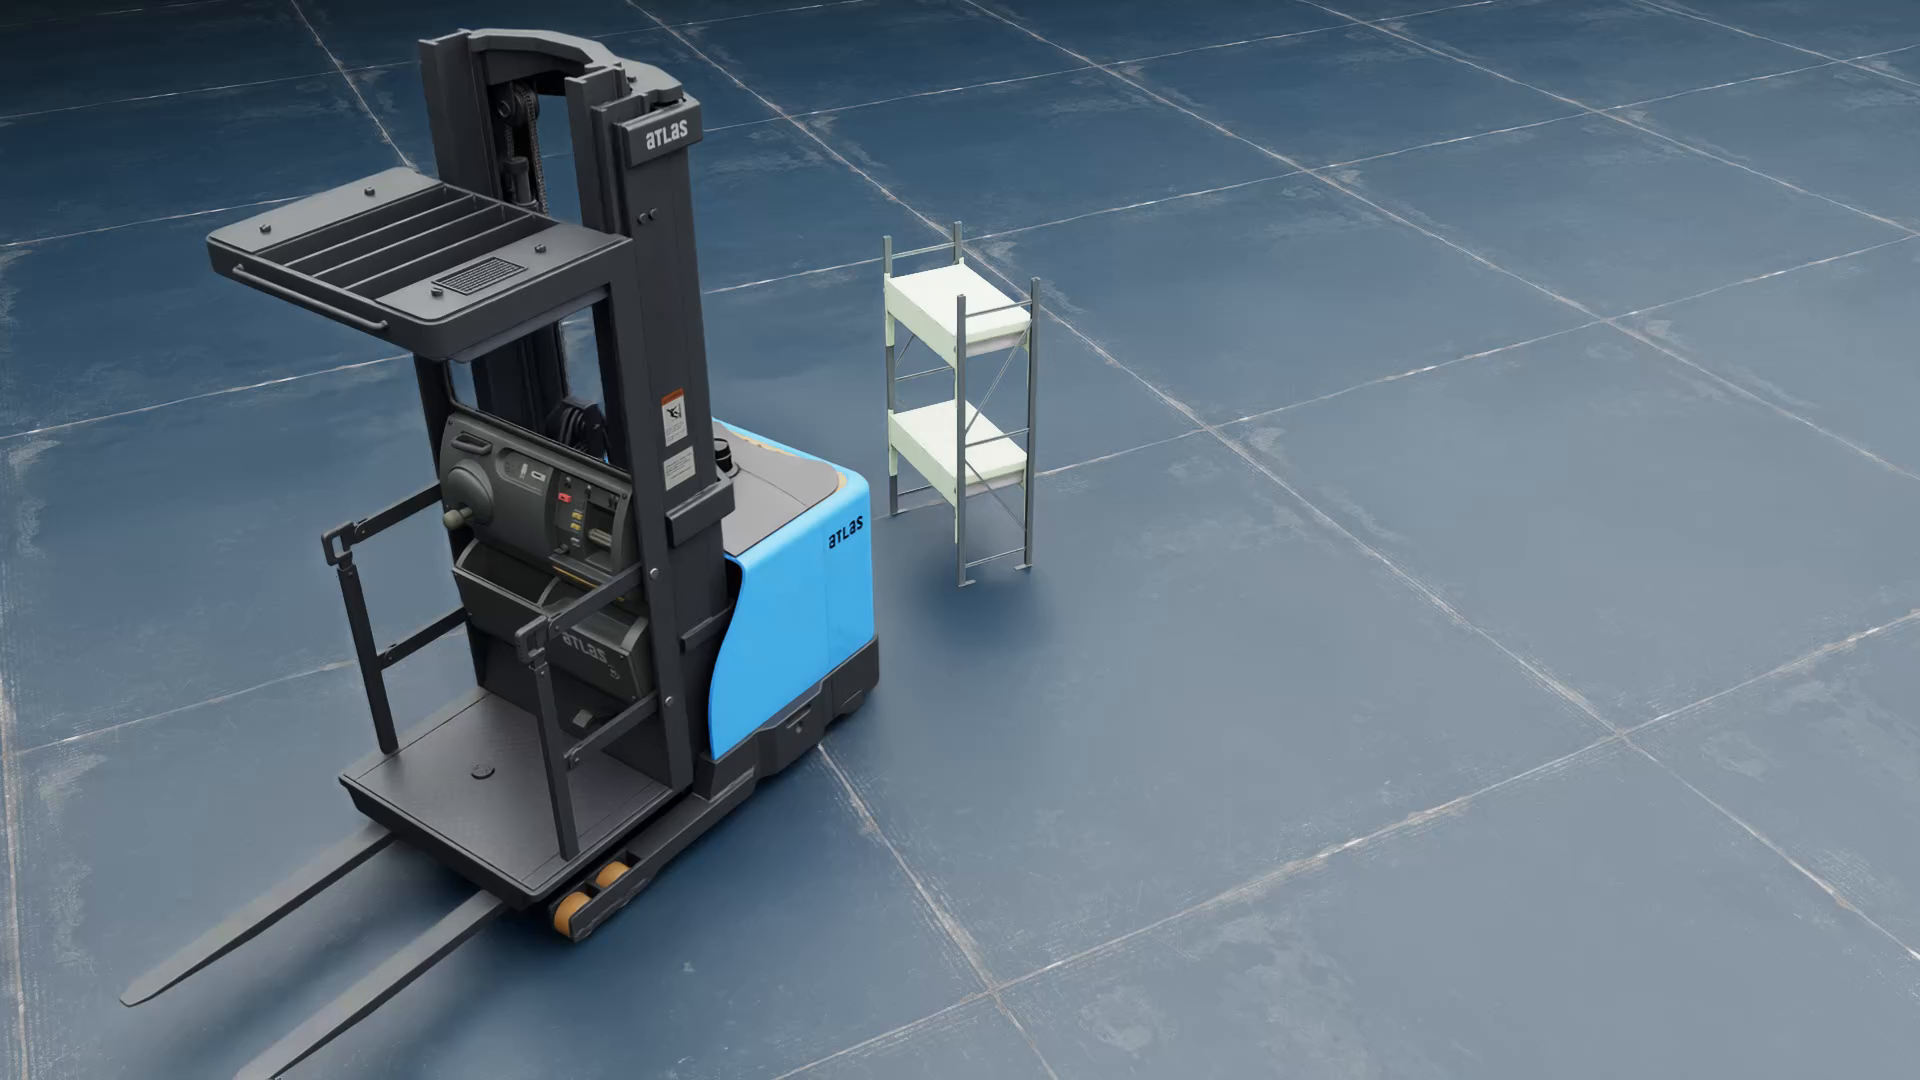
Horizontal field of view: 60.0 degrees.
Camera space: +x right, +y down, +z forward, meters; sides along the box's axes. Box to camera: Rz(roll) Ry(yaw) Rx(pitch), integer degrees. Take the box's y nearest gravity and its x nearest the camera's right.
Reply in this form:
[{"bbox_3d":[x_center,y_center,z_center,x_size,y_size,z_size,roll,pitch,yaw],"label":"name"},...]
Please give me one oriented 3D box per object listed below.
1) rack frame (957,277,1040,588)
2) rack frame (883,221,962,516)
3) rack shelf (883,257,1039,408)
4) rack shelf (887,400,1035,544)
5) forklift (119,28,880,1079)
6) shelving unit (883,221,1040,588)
[{"bbox_3d":[0.168,-0.460,7.578,0.400,1.500,0.023,-16,36,-23],"label":"rack frame"},{"bbox_3d":[-0.174,-0.809,8.123,0.400,1.500,0.023,-16,36,-23],"label":"rack frame"},{"bbox_3d":[-0.003,-0.963,7.640,0.431,0.370,0.720,-16,36,-23],"label":"rack shelf"},{"bbox_3d":[-0.003,-0.360,8.026,0.431,0.370,0.720,-16,36,-23],"label":"rack shelf"},{"bbox_3d":[-1.617,-0.092,5.677,1.130,2.935,3.031,21,38,30],"label":"forklift"},{"bbox_3d":[-0.003,-0.635,7.850,0.431,1.500,0.755,-16,36,-23],"label":"shelving unit"}]
